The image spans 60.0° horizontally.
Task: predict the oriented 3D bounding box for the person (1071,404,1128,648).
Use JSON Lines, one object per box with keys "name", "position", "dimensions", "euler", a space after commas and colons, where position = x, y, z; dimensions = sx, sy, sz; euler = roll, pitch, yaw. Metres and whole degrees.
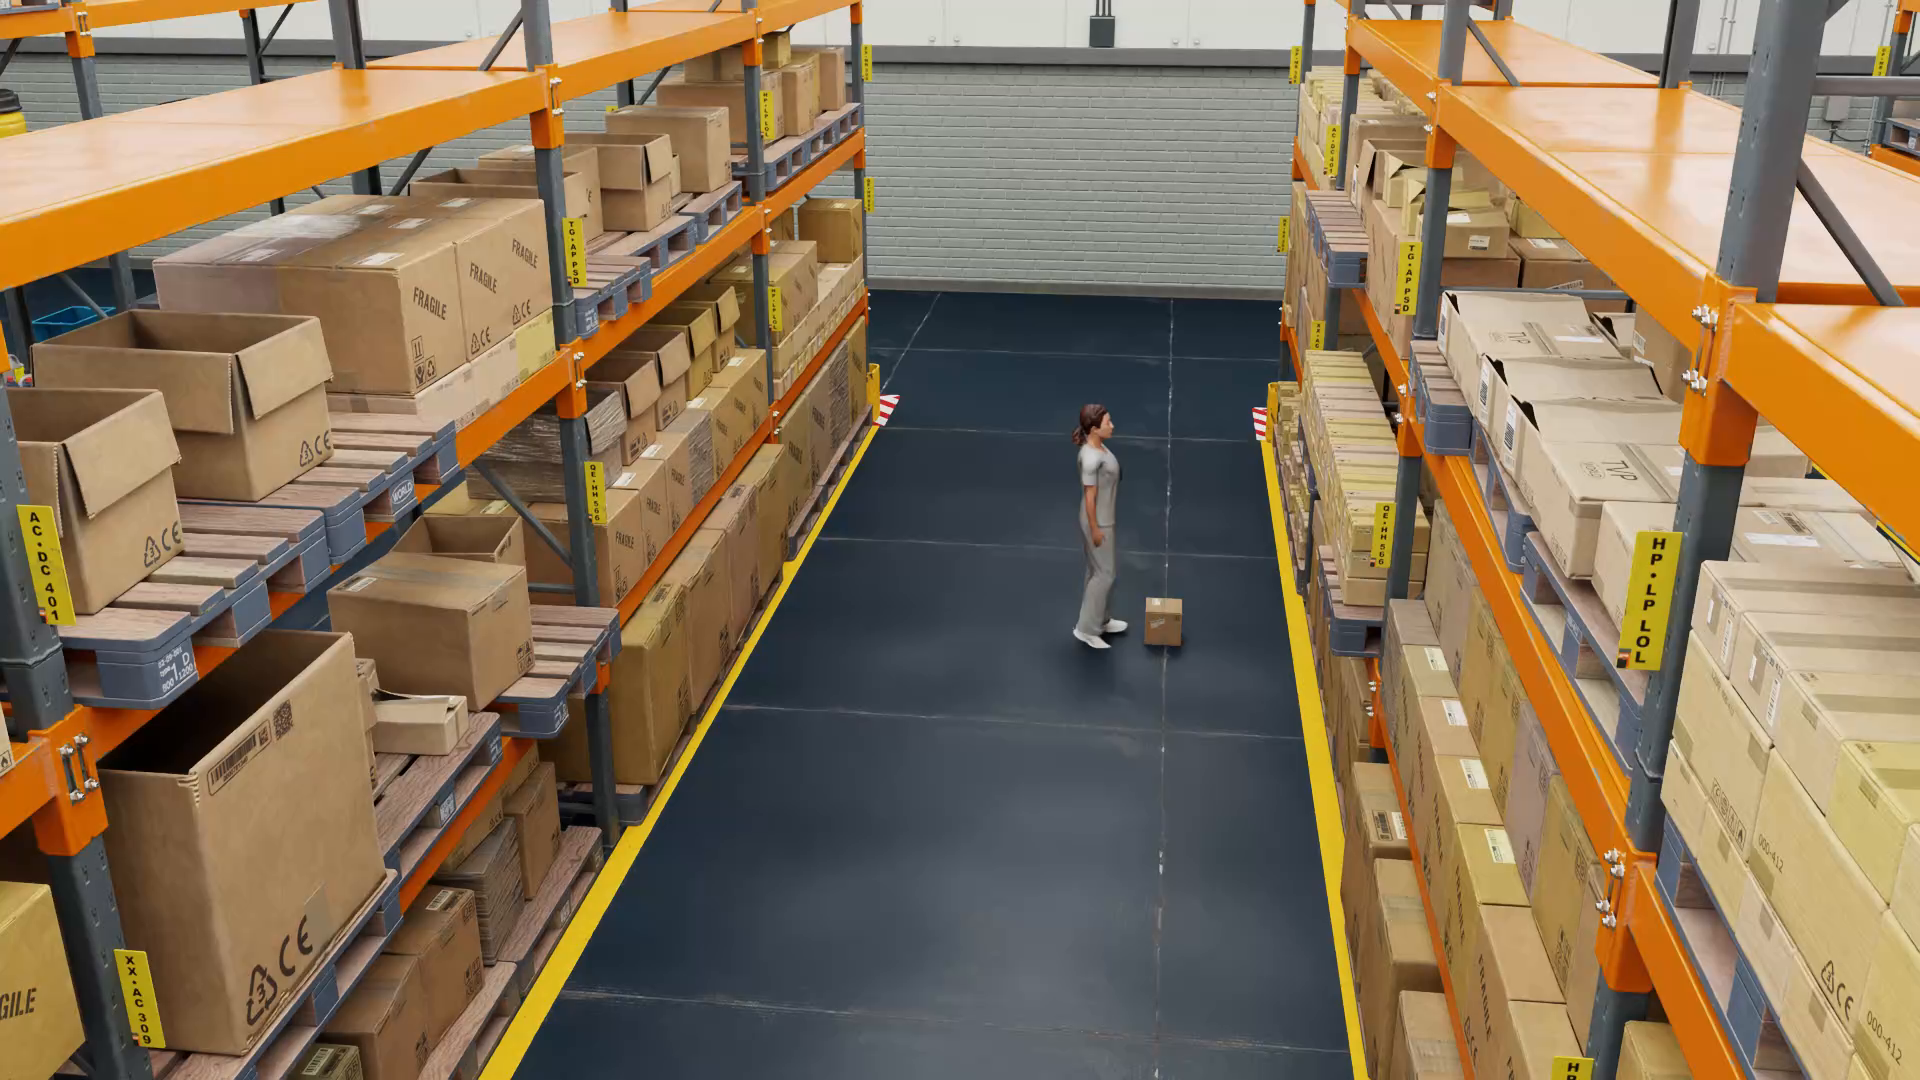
{"name": "person", "position": [0.957, -0.094, 11.390], "dimensions": [0.432, 1.729, 0.453], "euler": [3, 21, 7]}
